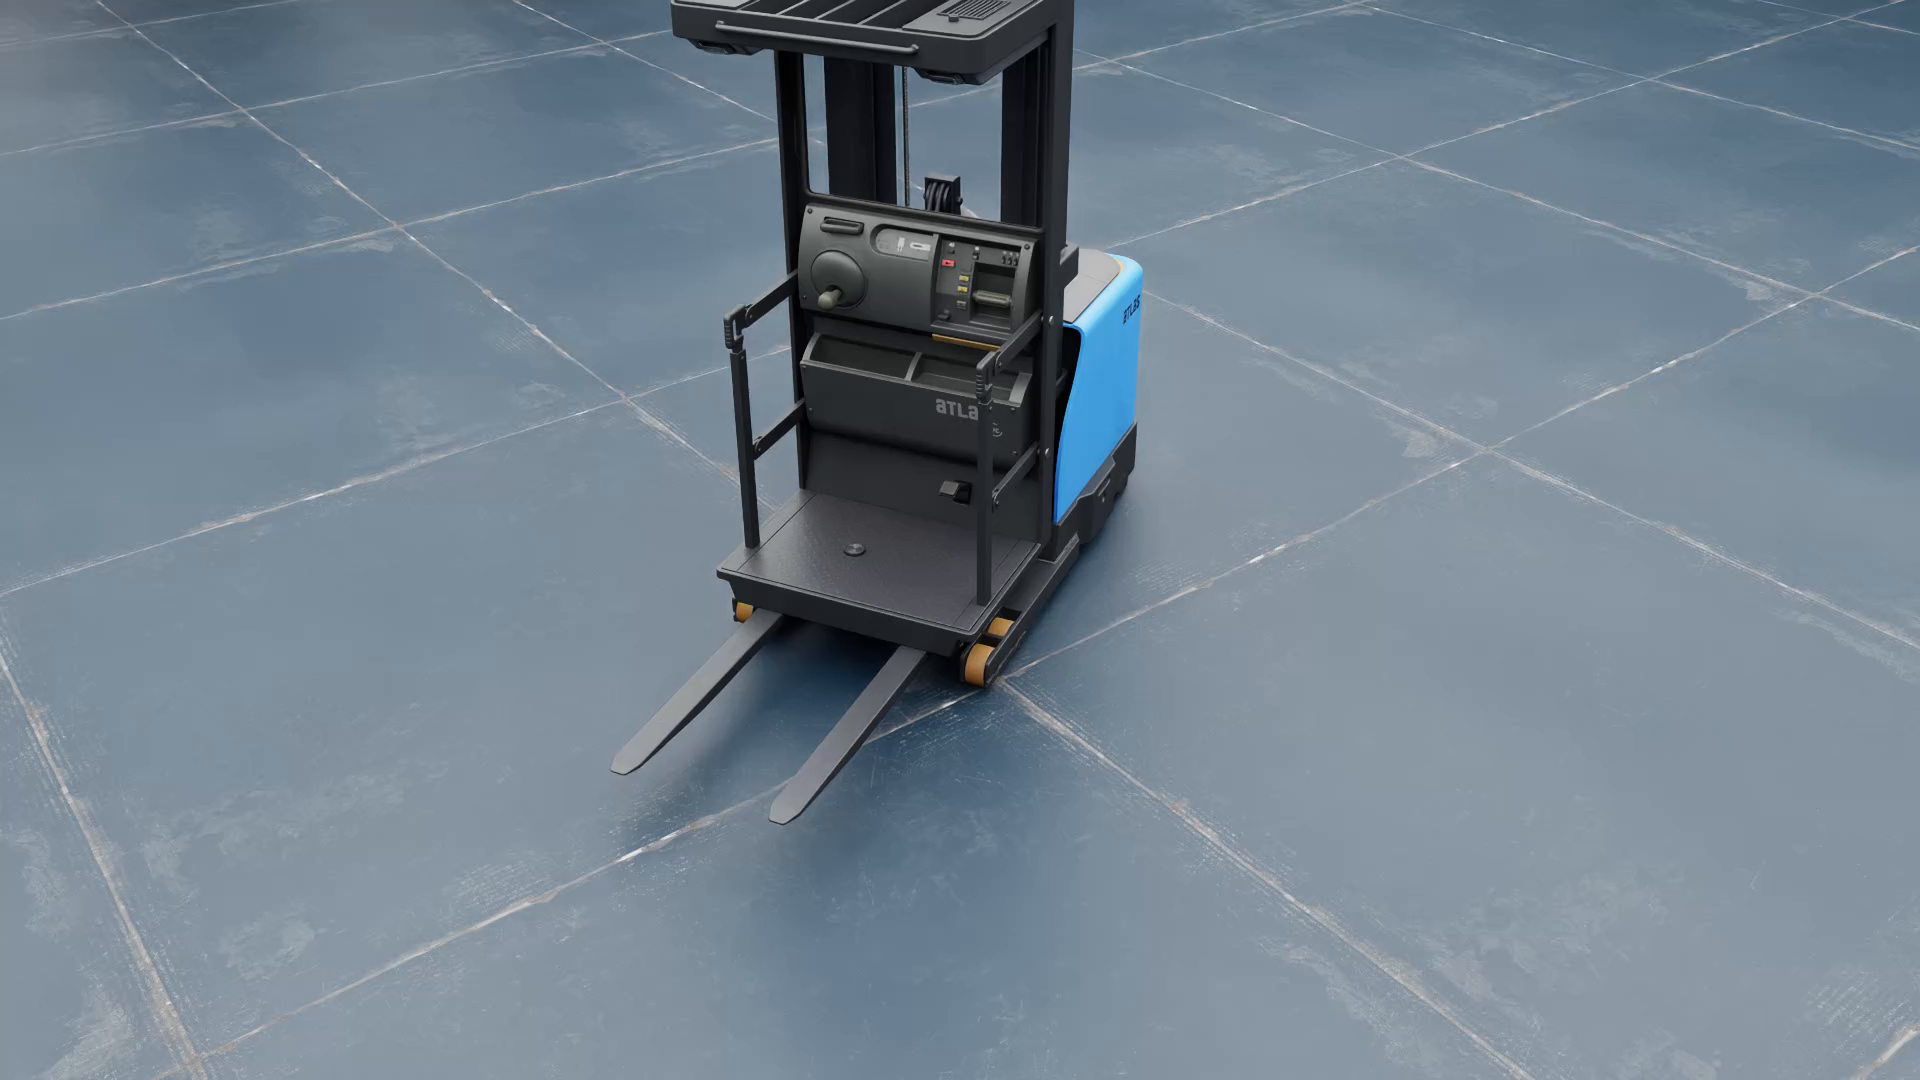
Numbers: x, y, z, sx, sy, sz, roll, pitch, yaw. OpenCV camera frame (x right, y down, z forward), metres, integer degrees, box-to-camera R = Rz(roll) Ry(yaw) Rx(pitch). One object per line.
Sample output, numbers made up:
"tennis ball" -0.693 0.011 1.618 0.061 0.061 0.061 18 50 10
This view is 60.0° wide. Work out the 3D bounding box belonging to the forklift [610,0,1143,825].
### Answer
"forklift" -0.256 -0.941 5.987 1.130 2.935 3.031 13 34 20
